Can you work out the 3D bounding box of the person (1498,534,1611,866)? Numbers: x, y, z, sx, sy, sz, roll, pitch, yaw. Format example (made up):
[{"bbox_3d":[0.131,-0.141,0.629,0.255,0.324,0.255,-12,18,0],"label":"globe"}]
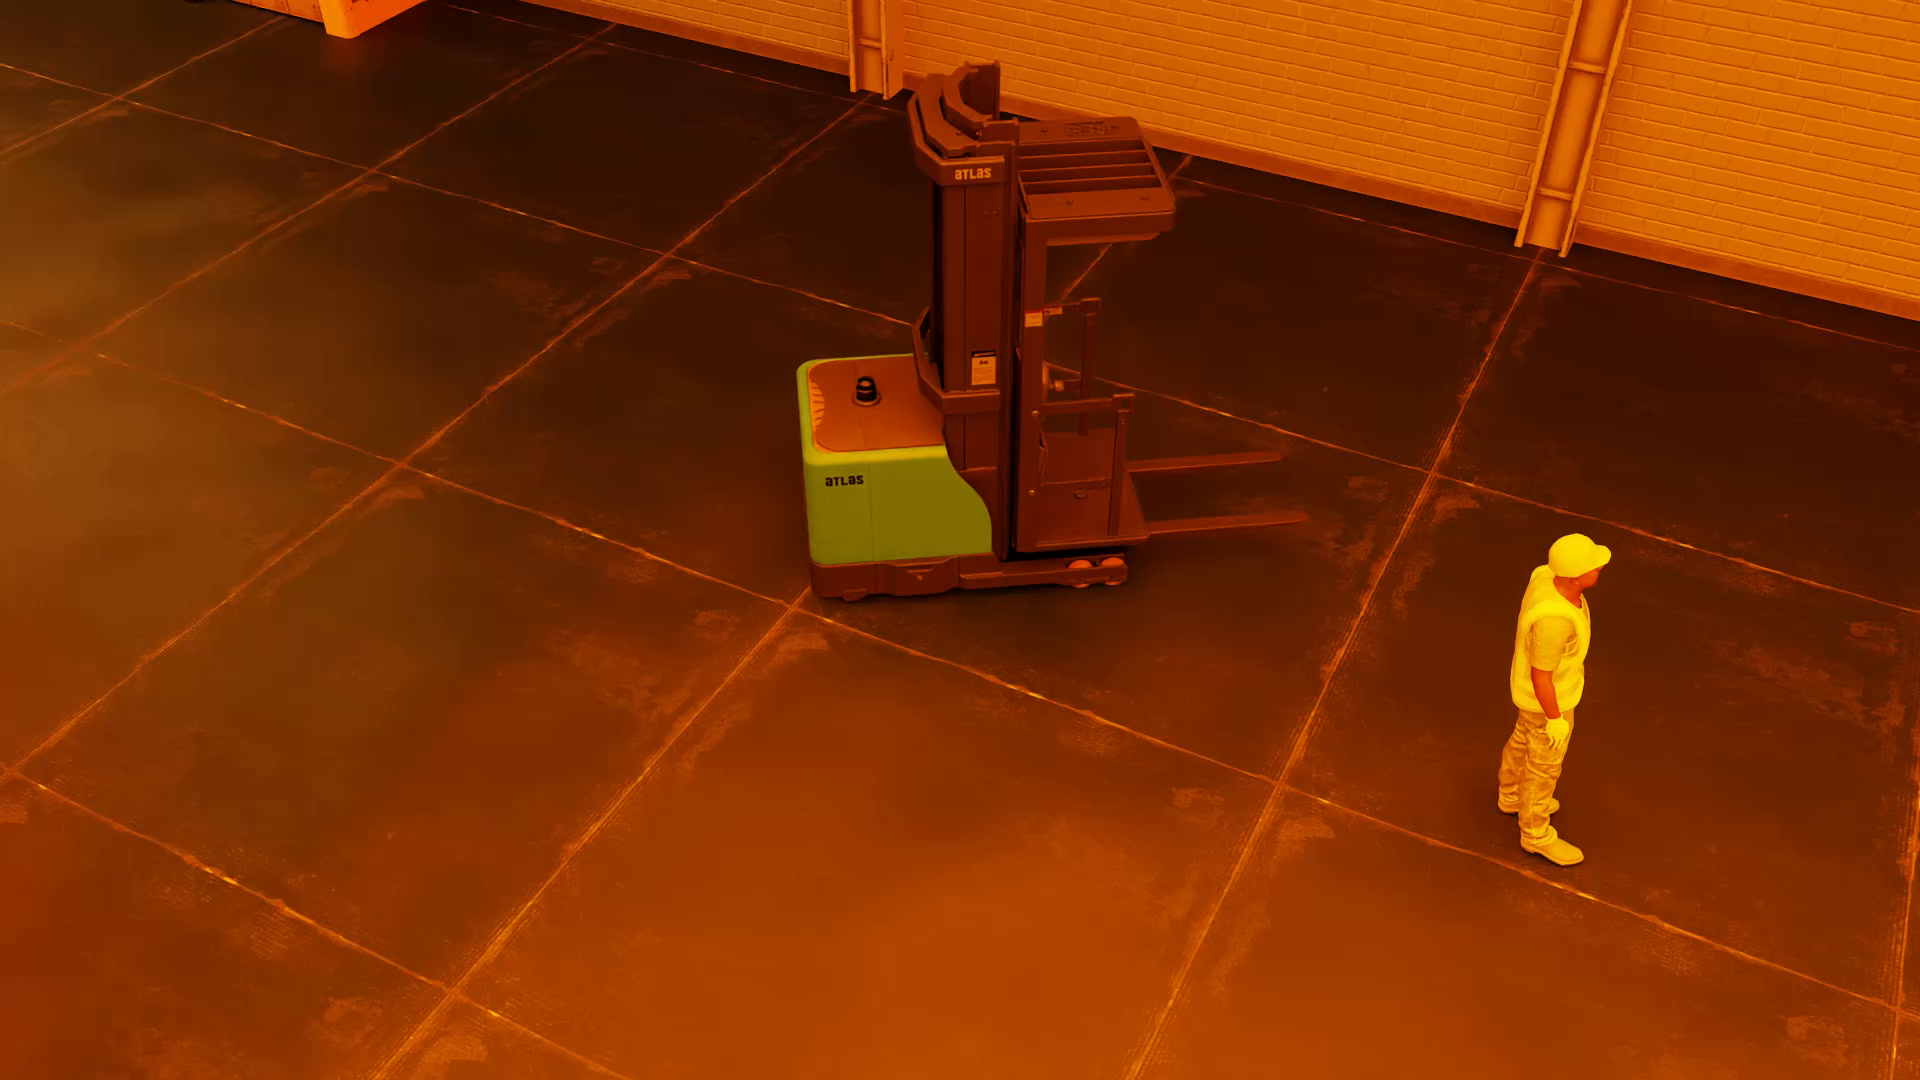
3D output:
[{"bbox_3d":[2.905,0.722,8.009,0.577,1.781,0.656,10,41,11],"label":"person"}]

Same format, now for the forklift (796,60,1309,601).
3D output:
[{"bbox_3d":[0.573,-1.173,9.379,3.031,2.935,1.130,-4,40,-5],"label":"forklift"}]
